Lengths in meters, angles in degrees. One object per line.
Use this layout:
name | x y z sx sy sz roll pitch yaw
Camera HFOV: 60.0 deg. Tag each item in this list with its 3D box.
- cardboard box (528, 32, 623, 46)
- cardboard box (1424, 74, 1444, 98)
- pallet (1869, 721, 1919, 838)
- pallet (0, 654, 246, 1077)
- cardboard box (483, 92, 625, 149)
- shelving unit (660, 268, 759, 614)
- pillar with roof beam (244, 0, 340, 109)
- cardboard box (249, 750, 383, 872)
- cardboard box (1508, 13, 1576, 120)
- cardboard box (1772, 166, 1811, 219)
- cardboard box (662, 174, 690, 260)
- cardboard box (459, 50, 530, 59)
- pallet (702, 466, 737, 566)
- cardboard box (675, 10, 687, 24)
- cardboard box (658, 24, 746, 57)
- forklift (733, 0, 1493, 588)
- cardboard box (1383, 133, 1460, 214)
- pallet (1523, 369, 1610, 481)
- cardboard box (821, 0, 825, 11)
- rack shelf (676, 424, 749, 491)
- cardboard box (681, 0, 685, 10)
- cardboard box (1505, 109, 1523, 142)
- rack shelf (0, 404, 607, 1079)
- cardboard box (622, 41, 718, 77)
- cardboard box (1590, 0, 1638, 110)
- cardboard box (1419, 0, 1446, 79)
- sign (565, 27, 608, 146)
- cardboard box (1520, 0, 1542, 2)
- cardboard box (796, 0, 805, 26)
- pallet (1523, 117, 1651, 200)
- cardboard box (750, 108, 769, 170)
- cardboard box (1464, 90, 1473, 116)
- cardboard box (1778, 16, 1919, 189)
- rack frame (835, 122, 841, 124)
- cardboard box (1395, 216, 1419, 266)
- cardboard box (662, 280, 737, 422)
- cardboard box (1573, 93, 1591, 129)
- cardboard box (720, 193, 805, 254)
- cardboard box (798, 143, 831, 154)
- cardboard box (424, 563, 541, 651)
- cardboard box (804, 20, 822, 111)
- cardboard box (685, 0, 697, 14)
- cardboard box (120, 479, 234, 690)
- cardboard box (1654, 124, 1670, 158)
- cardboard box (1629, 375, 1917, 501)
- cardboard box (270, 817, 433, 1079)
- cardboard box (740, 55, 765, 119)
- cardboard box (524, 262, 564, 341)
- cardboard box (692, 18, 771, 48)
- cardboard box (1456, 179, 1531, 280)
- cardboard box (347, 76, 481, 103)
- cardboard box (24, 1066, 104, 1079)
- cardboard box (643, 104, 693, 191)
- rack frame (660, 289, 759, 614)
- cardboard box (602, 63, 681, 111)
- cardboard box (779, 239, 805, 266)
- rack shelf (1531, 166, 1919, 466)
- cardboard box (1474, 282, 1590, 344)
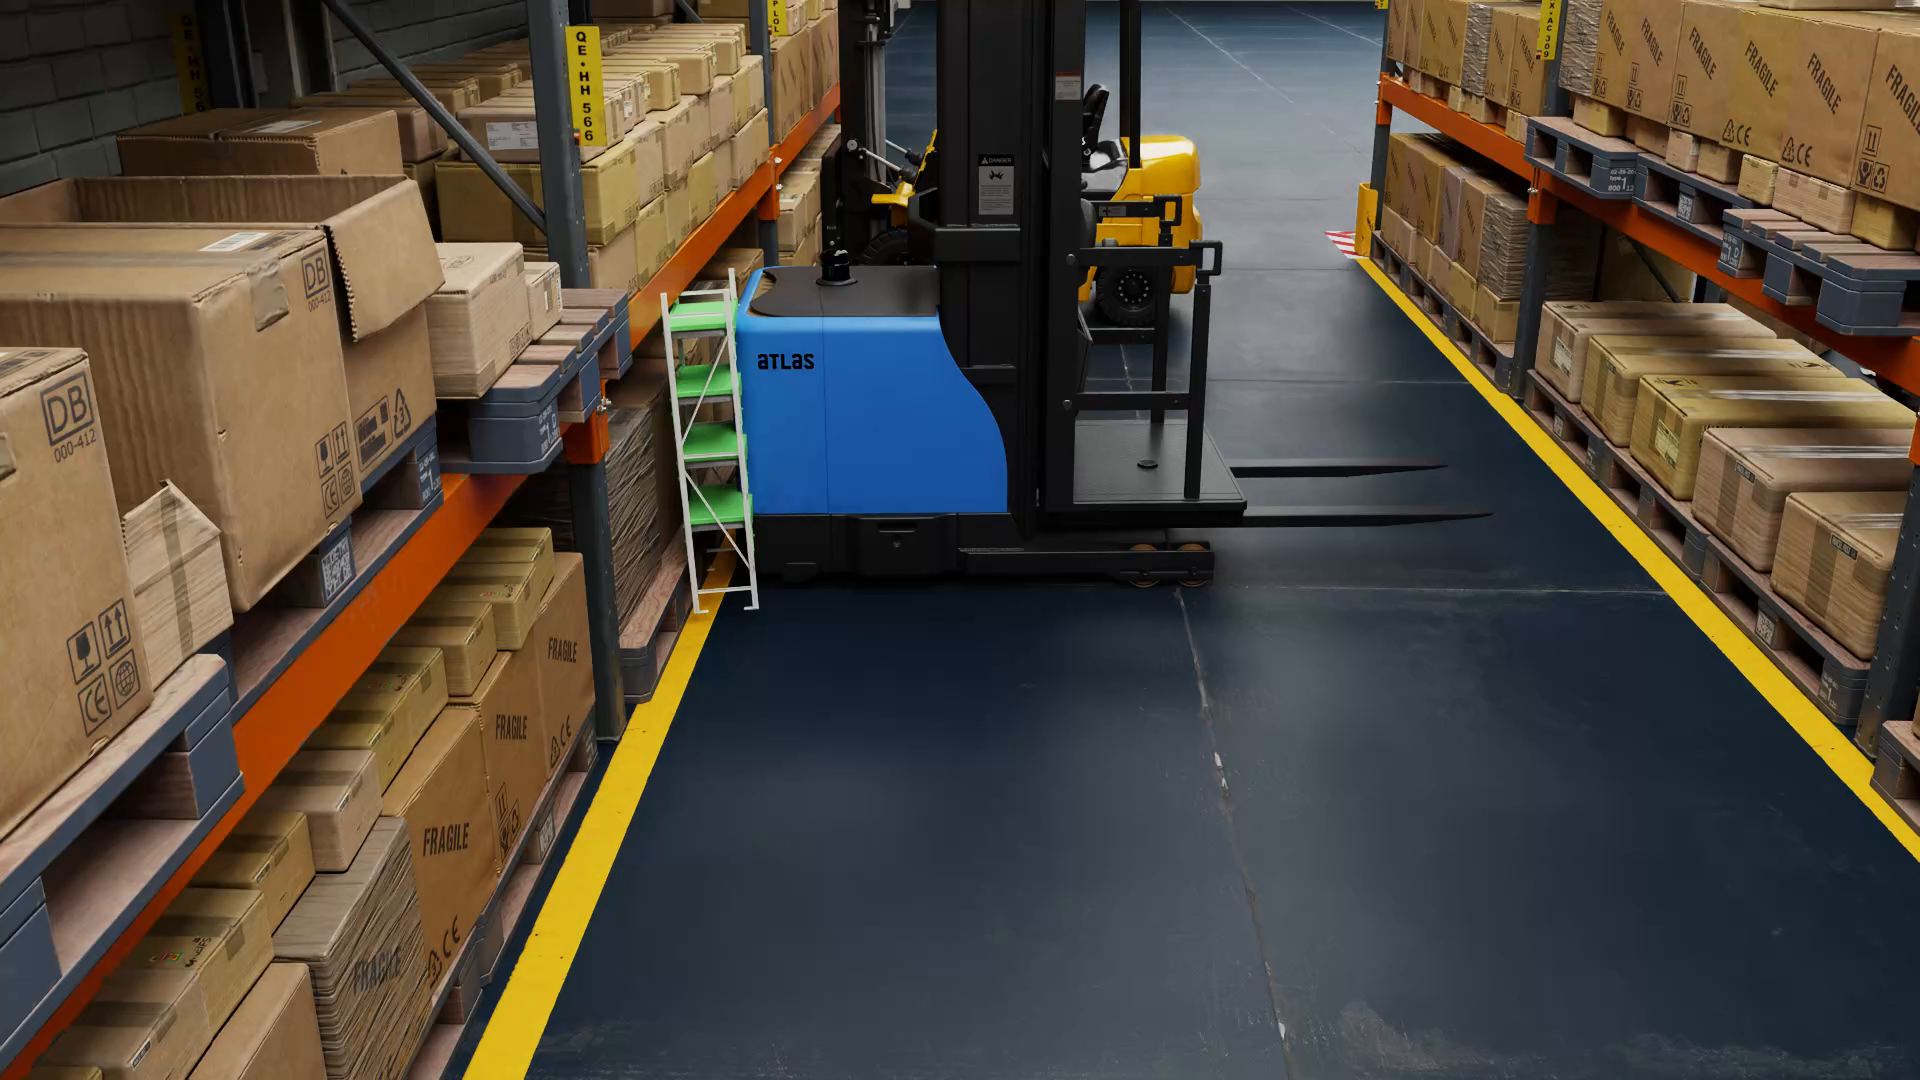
cardboard box | -1.766 -2.255 7.658 0.380 0.149 0.250 1 21 1
cardboard box | 3.283 -3.001 10.963 0.380 0.149 0.250 1 21 3
pallet | 3.268 0.867 4.503 1.003 0.211 1.213 1 21 2
pallet | -1.582 0.477 1.918 1.003 0.211 1.213 1 21 2
cardboard box | -1.283 -1.328 5.271 0.380 0.149 0.250 1 21 3
shelving unit | -0.926 -0.379 6.265 0.258 1.200 0.503 -4 18 -4
pillar with roof beam | 1.848 -4.002 4.902 9.100 9.000 0.400 1 21 2
cardboard box | -1.424 0.557 3.425 0.380 0.149 0.250 0 21 -1
cardboard box | 3.254 -2.512 8.808 0.500 0.500 0.500 0 21 0
cardboard box | 3.057 -1.198 5.735 0.380 0.149 0.250 0 21 -1
cardboard box | -1.307 -1.227 6.251 0.500 0.250 0.500 0 21 0
cardboard box | -1.790 -1.891 6.720 0.380 0.149 0.250 1 21 2
pallet | -1.490 -0.208 7.273 1.003 0.211 1.213 1 21 2
cardboard box | -1.730 -2.872 9.248 0.380 0.149 0.250 1 21 3
cardboard box | -1.261 -2.440 8.136 0.380 0.149 0.250 1 21 3
forklift | 0.623 -1.372 6.513 3.031 2.935 1.130 -1 21 -1
cardboard box | 3.310 -2.576 11.706 0.500 0.500 0.500 0 21 0
pallet | 3.467 -0.582 8.238 1.003 0.211 1.213 1 21 2
cardboard box | -1.128 -3.698 11.378 0.380 0.149 0.250 1 21 3
rack shelf | -0.923 -0.318 6.285 0.258 0.148 0.480 -4 18 -4
cardboard box | -1.721 -3.010 9.193 0.380 0.149 0.250 0 21 1
cardboard box | 3.195 -2.257 9.045 0.380 0.149 0.250 1 21 3
rack shelf | -1.655 0.288 3.135 1.077 0.370 4.000 1 21 2
cardboard box | -1.257 -2.068 7.177 0.380 0.149 0.250 0 21 0
cardboard box | 3.174 -2.197 7.415 0.500 0.500 0.500 1 21 2
cardboard box | 3.292 -3.256 10.723 0.500 0.500 0.500 0 21 1
sign | -1.051 -1.271 4.667 0.100 0.325 0.005 1 21 2
cardboard box | 3.724 -3.527 10.041 0.700 0.500 0.500 1 21 1
cardboard box | -1.132 -3.141 9.942 0.380 0.149 0.250 0 21 0
pallet | 3.321 -1.800 7.786 1.003 0.211 1.213 1 21 2
cardboard box | -1.226 -1.962 8.146 0.500 0.250 0.500 1 21 3
cardboard box | 3.260 -2.626 9.997 0.380 0.149 0.250 0 21 1
cardboard box | 3.108 -1.453 5.497 0.500 0.500 0.500 0 21 1
rack frame | -1.351 -3.663 12.324 1.000 3.000 0.127 1 21 2
cardboard box | 3.287 -2.051 11.388 0.500 0.250 0.500 1 21 4
cardboard box | -1.508 -0.836 7.740 0.875 0.625 0.625 0 21 1
cardboard box | 3.157 -2.046 7.922 0.380 0.149 0.250 1 21 2
cardboard box | -1.144 -1.769 9.279 0.500 0.250 0.500 0 21 1
cardboard box | -1.068 -2.506 11.180 0.500 0.250 0.500 1 21 2
cardboard box | -1.333 0.177 4.405 0.380 0.149 0.250 0 21 -1
cardboard box | -1.148 -2.974 10.410 0.500 0.500 0.500 1 21 2
cardboard box | -1.266 -2.913 8.942 0.380 0.149 0.250 1 21 2
cardboard box | -1.290 0.044 2.373 0.396 0.266 0.258 2 21 4
cardboard box | 3.149 -1.671 6.955 0.380 0.149 0.250 1 21 2
cardboard box | 3.438 -0.433 7.051 0.950 0.372 0.625 1 21 3
cardboard box | -1.428 0.912 3.406 0.500 0.500 0.500 0 21 0
cardboard box | -1.232 -2.200 8.068 0.500 0.250 0.500 0 21 0
cardboard box | -1.230 -0.608 4.215 0.380 0.149 0.250 1 21 3
cardboard box | -1.200 -2.678 8.750 0.380 0.149 0.250 0 21 1
cardboard box | 3.253 -1.828 9.778 0.500 0.500 0.500 1 21 3
cardboard box | -1.884 -1.518 5.760 0.380 0.149 0.250 0 21 1
cardboard box | -1.516 0.923 2.483 0.380 0.149 0.250 0 21 1
cardboard box | -1.286 -1.462 6.166 0.500 0.250 0.500 0 21 0
rack frame | -0.903 -0.305 6.034 0.240 1.200 0.015 -4 18 -4
cardboard box | -1.261 -1.699 6.225 0.380 0.149 0.250 1 21 3
cardboard box | -1.149 -1.536 9.369 0.500 0.250 0.500 1 21 1
rack shelf | 3.428 -1.105 6.725 1.077 0.370 4.000 1 21 2
cardboard box | 3.239 -1.294 9.439 0.500 0.250 0.500 2 21 4
